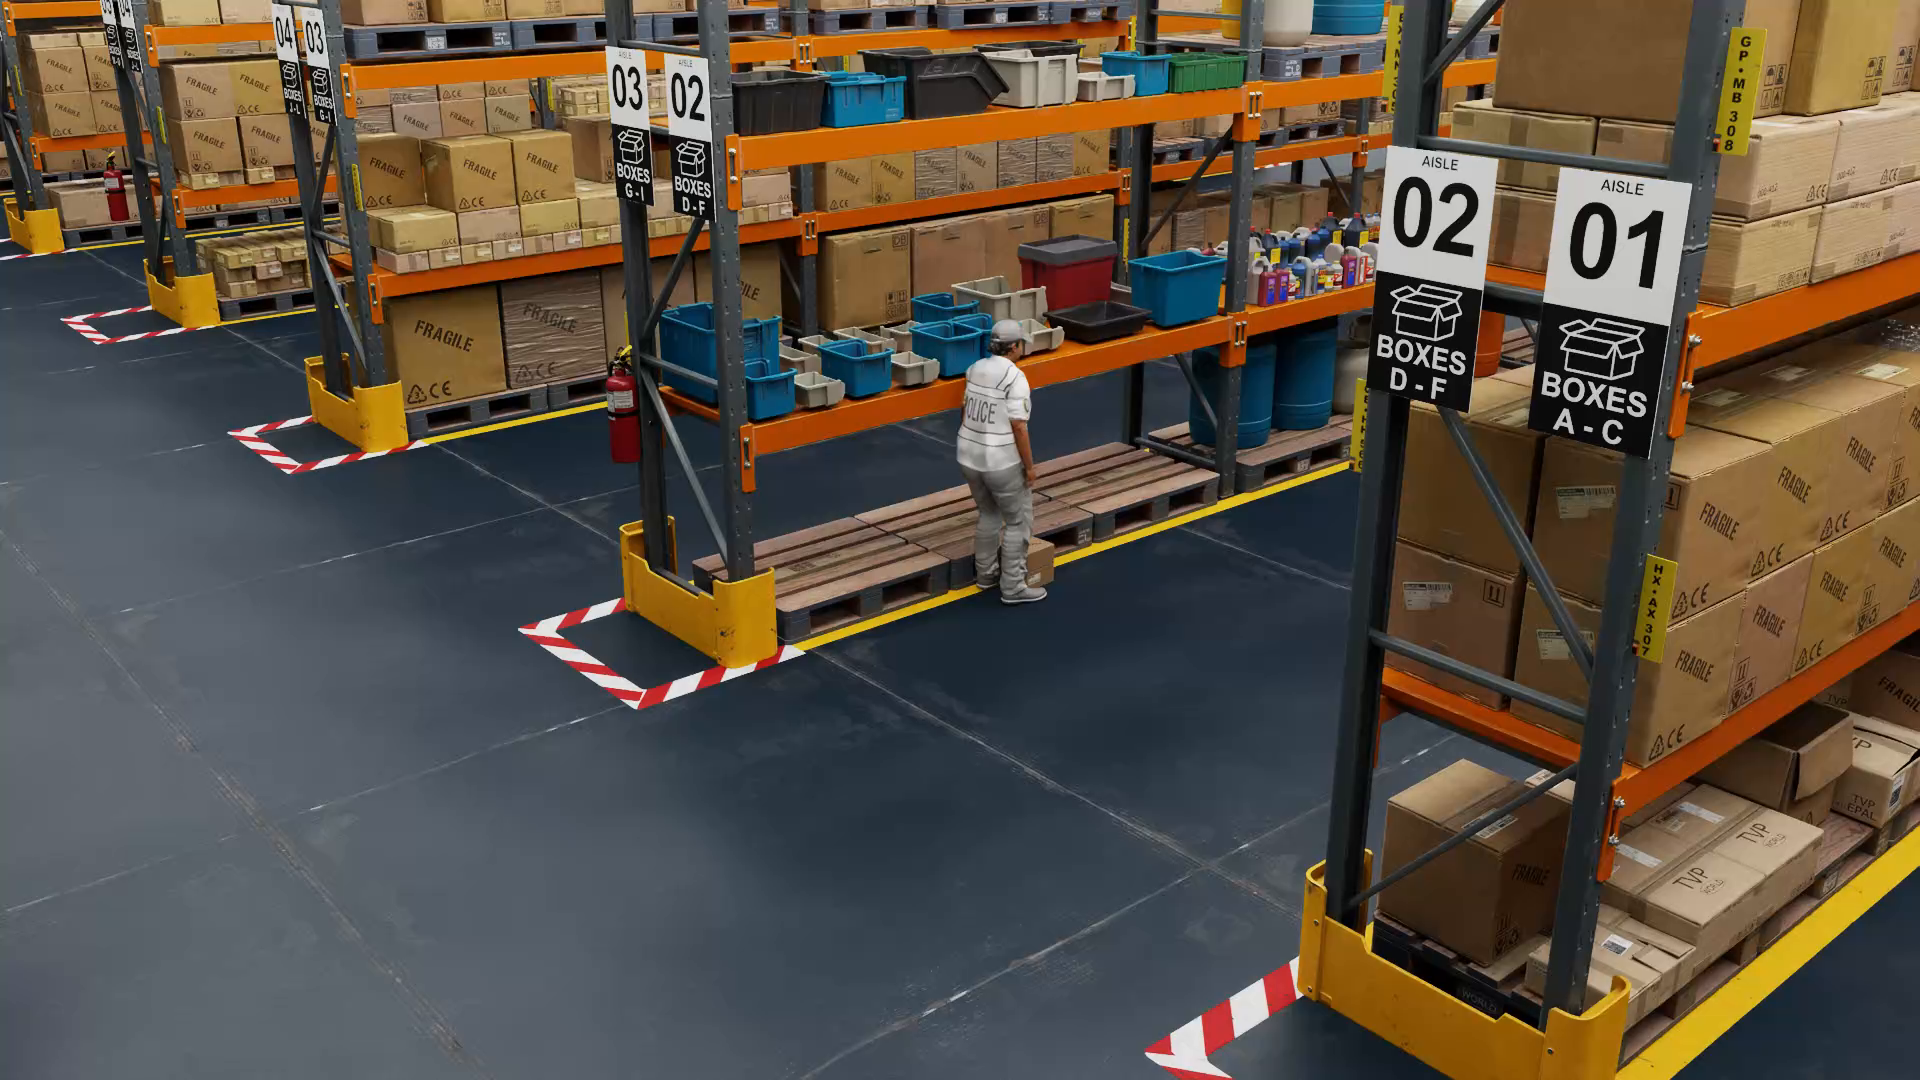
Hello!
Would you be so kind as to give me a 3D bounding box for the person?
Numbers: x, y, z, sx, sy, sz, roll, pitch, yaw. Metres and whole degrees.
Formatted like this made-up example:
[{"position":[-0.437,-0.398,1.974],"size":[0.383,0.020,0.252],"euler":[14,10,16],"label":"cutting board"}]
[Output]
[{"position":[0.247,-0.465,9.777],"size":[0.470,1.666,0.543],"euler":[-18,27,-38],"label":"person"}]
